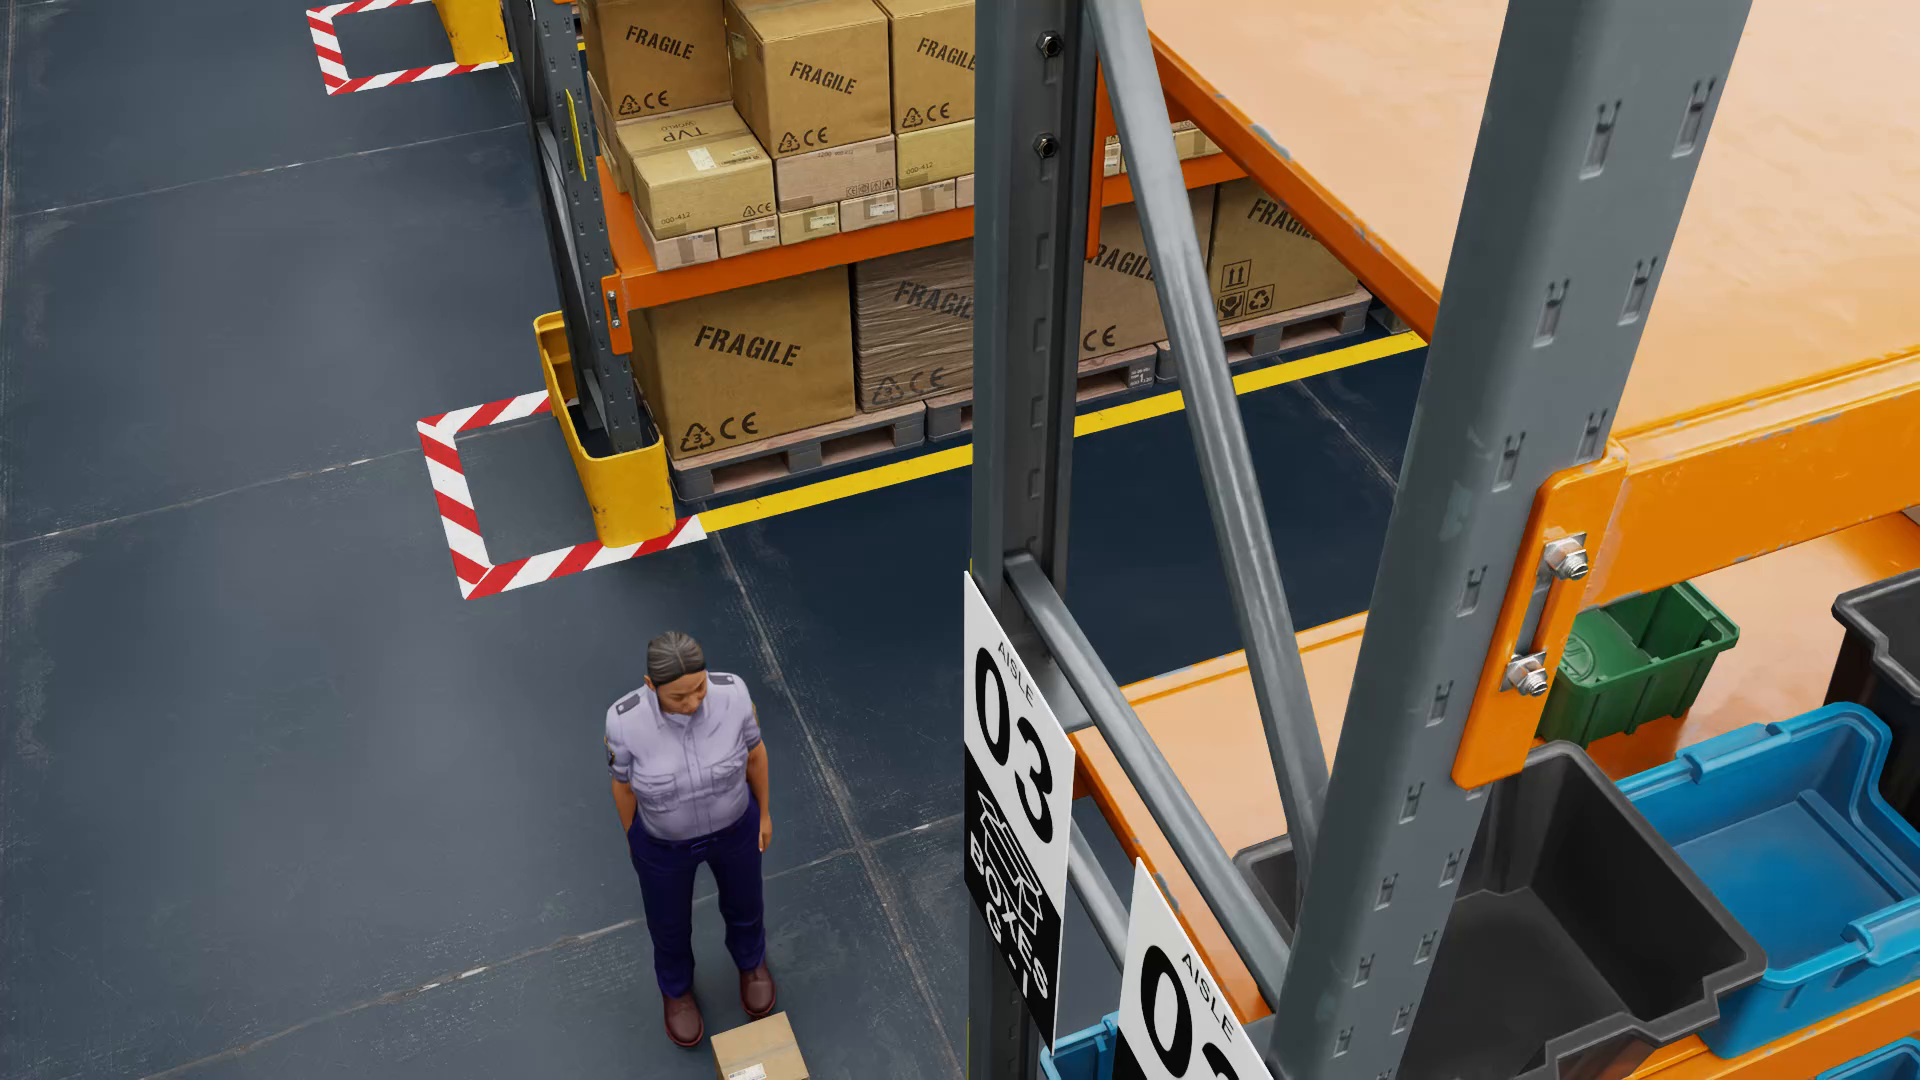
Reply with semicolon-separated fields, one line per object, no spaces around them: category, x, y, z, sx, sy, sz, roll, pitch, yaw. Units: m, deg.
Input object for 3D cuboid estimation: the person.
person;-0.799;0.913;5.154;0.479;1.658;0.382;-15;44;-16
